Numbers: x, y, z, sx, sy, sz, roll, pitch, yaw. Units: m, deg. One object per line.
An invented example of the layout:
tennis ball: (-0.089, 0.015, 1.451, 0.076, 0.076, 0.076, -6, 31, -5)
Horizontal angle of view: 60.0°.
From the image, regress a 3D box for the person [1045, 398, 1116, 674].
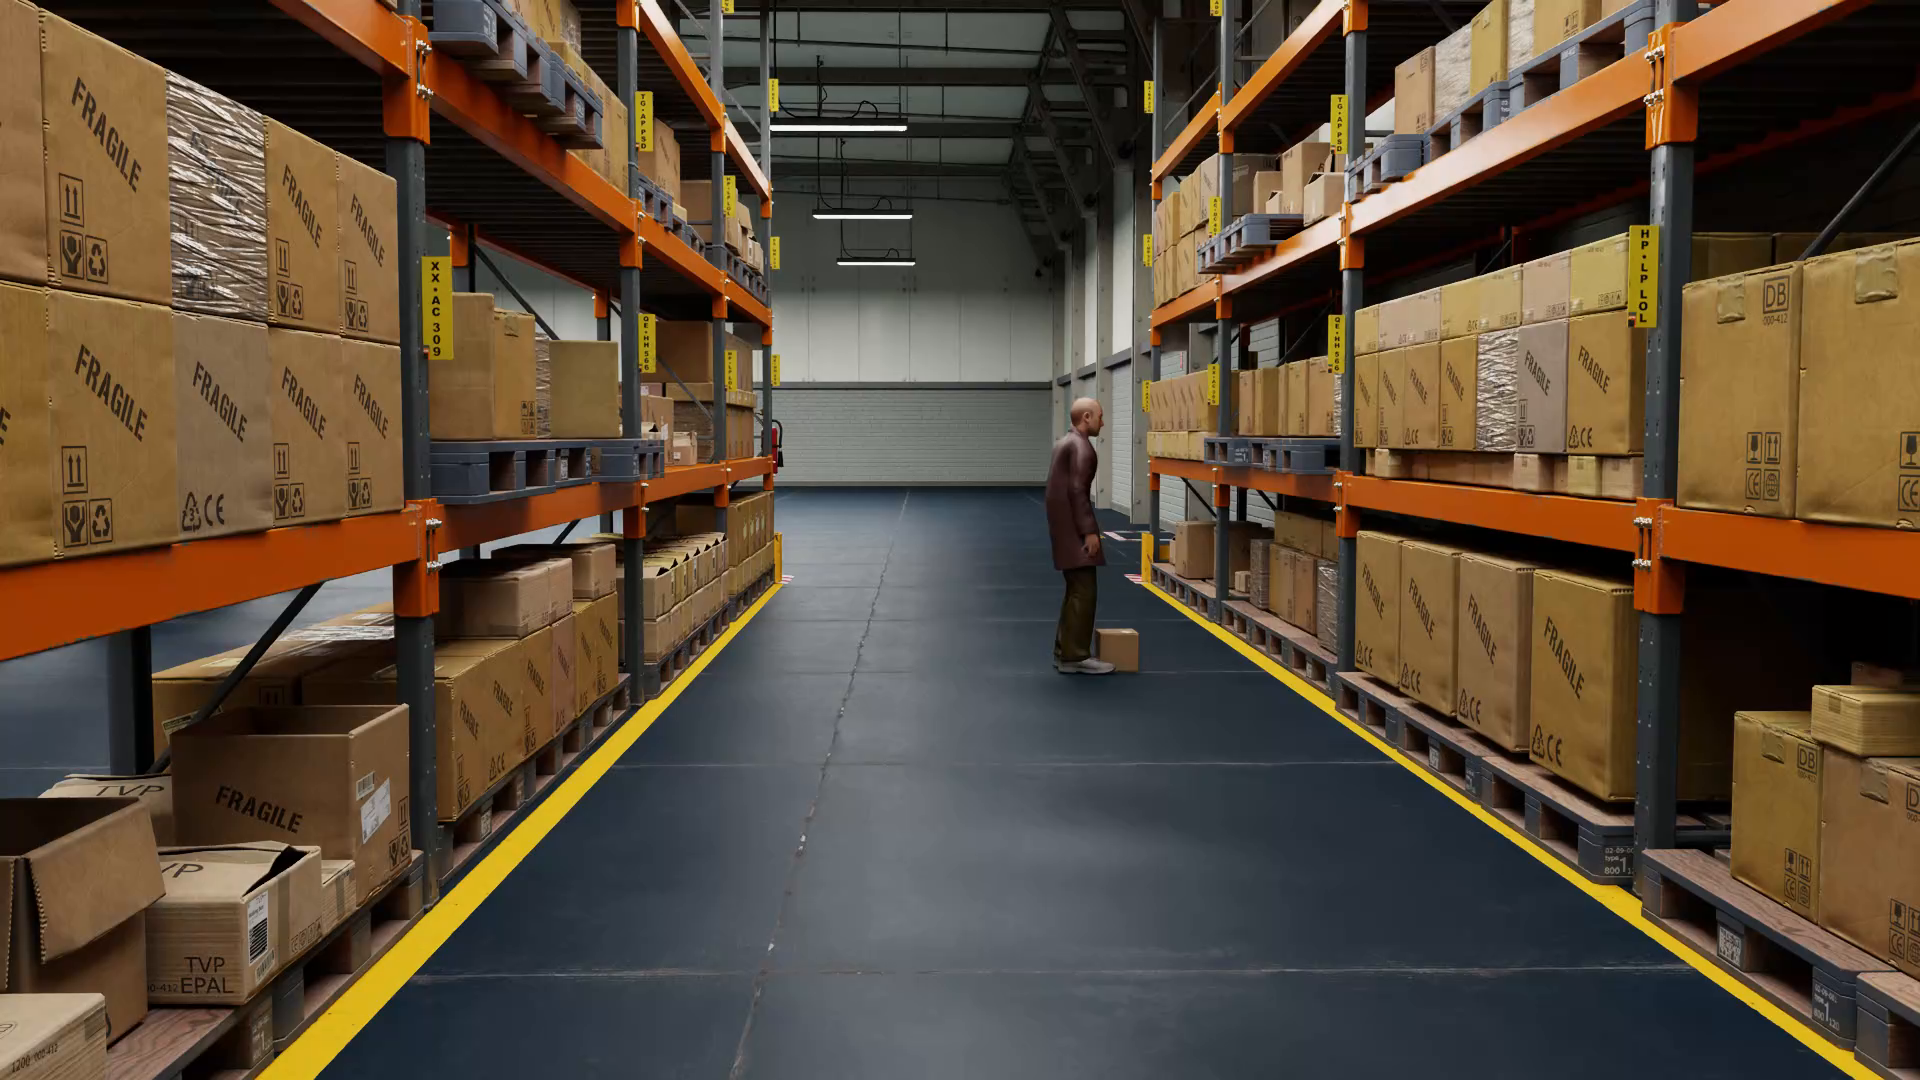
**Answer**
person: (0.774, -0.040, 10.836, 0.429, 1.772, 0.649, 0, 4, -5)
